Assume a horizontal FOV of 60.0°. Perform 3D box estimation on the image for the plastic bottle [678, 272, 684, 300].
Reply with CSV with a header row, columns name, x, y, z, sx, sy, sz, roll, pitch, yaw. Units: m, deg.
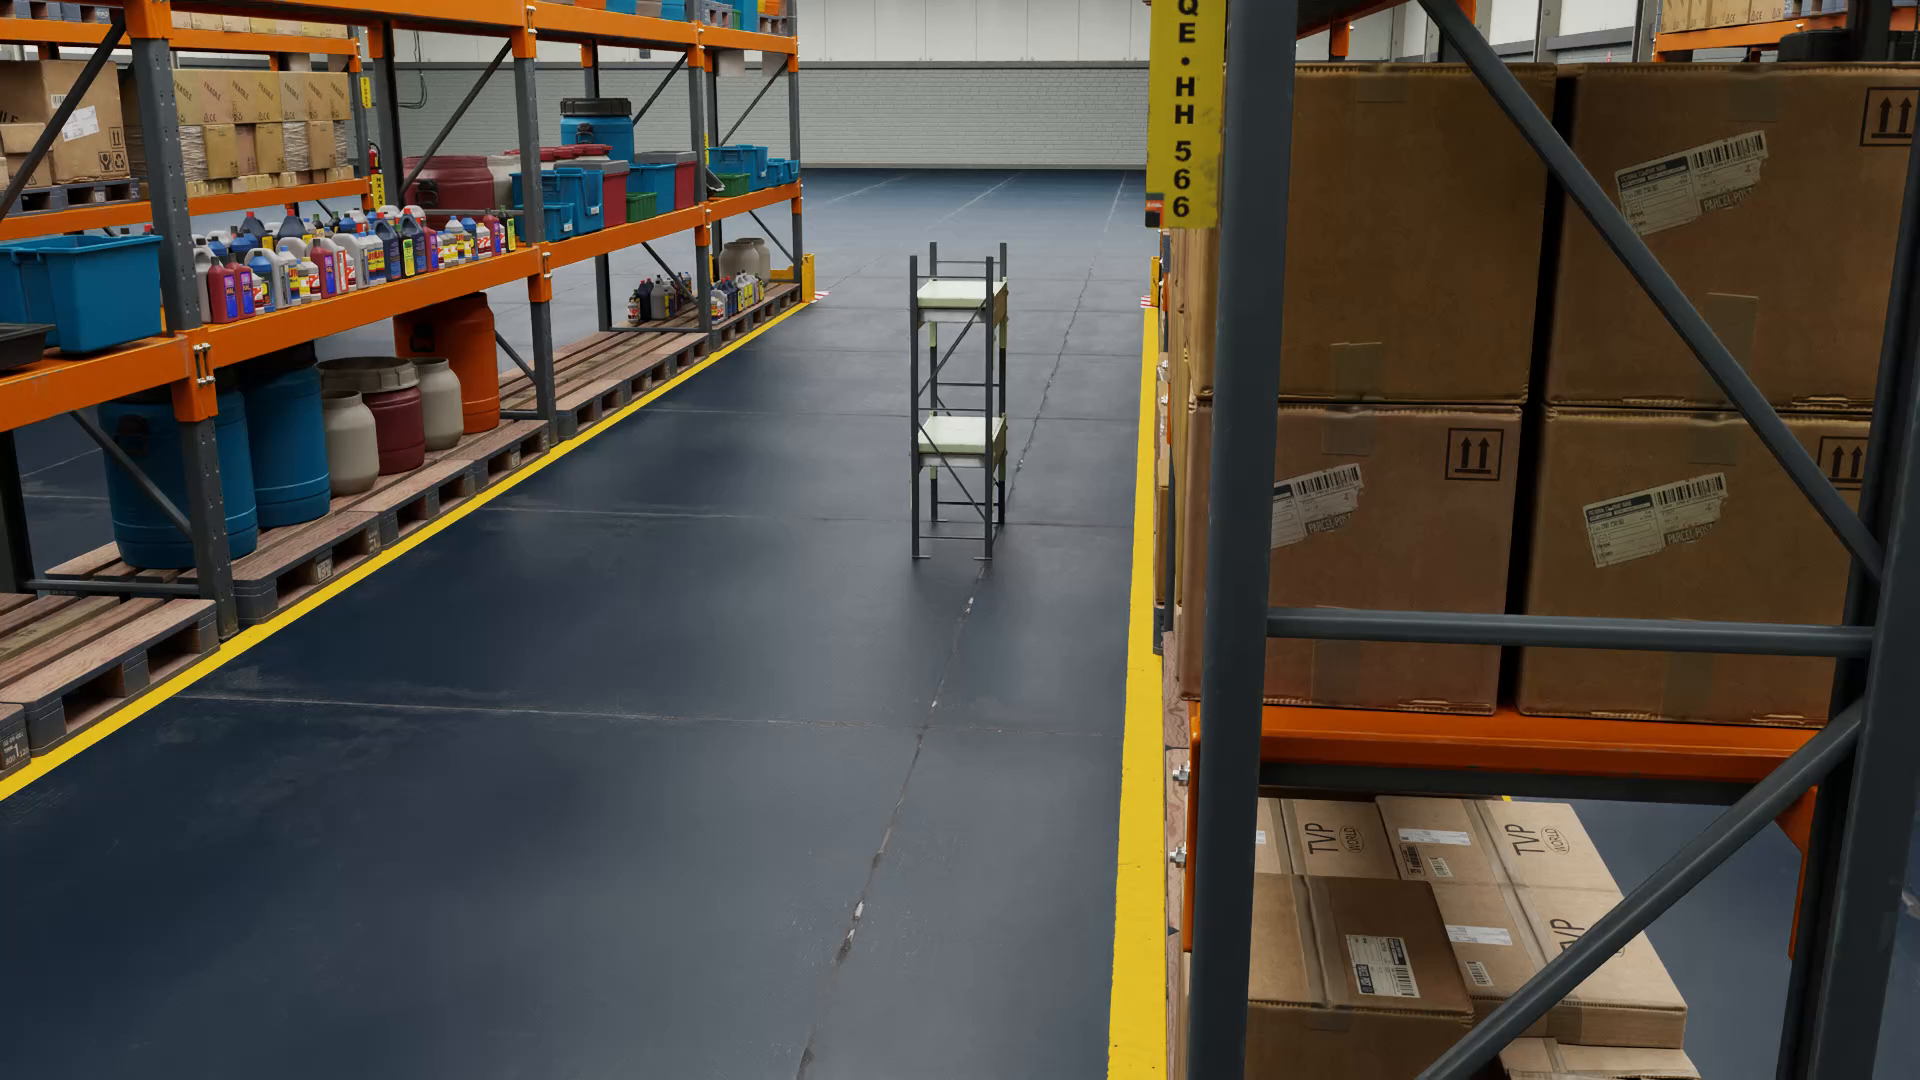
name,x,y,z,sx,sy,sz,roll,pitch,yaw
plastic bottle,-2.815,-2.539,16.666,0.061,0.283,0.133,2,15,7

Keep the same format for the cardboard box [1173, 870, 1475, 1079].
name,x,y,z,sx,sy,sz,roll,pitch,yaw
cardboard box,0.675,0.986,3.216,0.500,0.500,0.500,2,15,6

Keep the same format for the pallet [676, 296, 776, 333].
name,x,y,z,sx,sy,sz,roll,pitch,yaw
pallet,-2.456,-2.264,16.629,1.003,0.211,1.213,2,15,6

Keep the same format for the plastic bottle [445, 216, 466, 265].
name,x,y,z,sx,sy,sz,roll,pitch,yaw
plastic bottle,-2.883,-1.712,9.494,0.097,0.271,0.097,0,15,0

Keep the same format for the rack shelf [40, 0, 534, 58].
name,x,y,z,sx,sy,sz,roll,pitch,yaw
rack shelf,-3.386,-2.664,8.400,1.077,0.370,4.000,2,15,6

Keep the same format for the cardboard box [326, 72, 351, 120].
name,x,y,z,sx,sy,sz,roll,pitch,yaw
cardboard box,-6.995,-4.827,18.092,0.500,0.500,0.500,2,15,6

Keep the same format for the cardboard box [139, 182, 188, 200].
name,x,y,z,sx,sy,sz,roll,pitch,yaw
cardboard box,-7.307,-3.191,15.198,0.380,0.149,0.250,2,15,6

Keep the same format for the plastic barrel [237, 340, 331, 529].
name,x,y,z,sx,sy,sz,roll,pitch,yaw
plastic barrel,-3.453,-0.559,8.197,0.600,0.901,0.708,2,15,6

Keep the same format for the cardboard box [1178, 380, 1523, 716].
name,x,y,z,sx,sy,sz,roll,pitch,yaw
cardboard box,0.639,-0.033,2.845,0.500,0.500,0.500,2,15,8

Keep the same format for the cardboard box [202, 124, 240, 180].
name,x,y,z,sx,sy,sz,roll,pitch,yaw
cardboard box,-7.427,-3.701,15.840,0.875,0.500,0.500,2,15,6

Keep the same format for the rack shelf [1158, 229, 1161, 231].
name,x,y,z,sx,sy,sz,roll,pitch,yaw
rack shelf,2.438,-3.144,15.921,1.077,0.370,4.000,2,15,6

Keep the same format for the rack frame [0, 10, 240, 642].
name,x,y,z,sx,sy,sz,roll,pitch,yaw
rack frame,-3.612,-1.045,6.779,1.000,3.000,0.127,2,15,6

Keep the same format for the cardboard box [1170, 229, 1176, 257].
name,x,y,z,sx,sy,sz,roll,pitch,yaw
cardboard box,0.861,-1.048,4.683,0.500,0.500,0.500,1,15,5

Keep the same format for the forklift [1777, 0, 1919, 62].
name,x,y,z,sx,sy,sz,roll,pitch,yaw
forklift,4.017,-1.088,7.070,1.130,2.935,3.031,5,16,17

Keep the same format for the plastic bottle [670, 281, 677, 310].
name,x,y,z,sx,sy,sz,roll,pitch,yaw
plastic bottle,-2.760,-2.333,15.906,0.061,0.283,0.133,2,15,6

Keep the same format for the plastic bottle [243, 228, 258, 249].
name,x,y,z,sx,sy,sz,roll,pitch,yaw
plastic bottle,-3.687,-1.479,8.630,0.097,0.271,0.097,0,15,0

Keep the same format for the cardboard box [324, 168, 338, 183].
name,x,y,z,sx,sy,sz,roll,pitch,yaw
cardboard box,-7.012,-3.970,18.080,0.380,0.149,0.250,2,15,6

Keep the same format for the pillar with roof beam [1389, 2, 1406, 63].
name,x,y,z,sx,sy,sz,roll,pitch,yaw
pillar with roof beam,7.474,-14.462,44.905,9.100,9.000,0.400,2,15,6

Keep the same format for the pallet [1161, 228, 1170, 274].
name,x,y,z,sx,sy,sz,roll,pitch,yaw
pallet,1.754,-1.665,9.440,1.213,0.211,1.003,2,15,6

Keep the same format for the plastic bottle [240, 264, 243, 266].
name,x,y,z,sx,sy,sz,roll,pitch,yaw
plastic bottle,-3.265,-1.151,7.554,0.097,0.201,0.097,0,15,0

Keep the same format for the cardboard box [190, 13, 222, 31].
name,x,y,z,sx,sy,sz,roll,pitch,yaw
cardboard box,-7.270,-4.888,15.532,0.500,0.250,0.500,2,15,6

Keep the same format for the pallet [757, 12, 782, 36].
name,x,y,z,sx,sy,sz,roll,pitch,yaw
pallet,-2.448,-5.302,17.139,1.003,0.211,1.213,2,15,6

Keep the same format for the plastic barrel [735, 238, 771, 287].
name,x,y,z,sx,sy,sz,roll,pitch,yaw
plastic barrel,-2.256,-2.986,17.919,0.421,0.512,0.421,0,15,0

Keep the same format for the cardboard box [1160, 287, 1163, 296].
name,x,y,z,sx,sy,sz,roll,pitch,yaw
cardboard box,1.857,-1.889,13.291,0.500,0.311,0.500,2,15,6

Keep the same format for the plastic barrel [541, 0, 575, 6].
name,x,y,z,sx,sy,sz,roll,pitch,yaw
plastic barrel,-2.852,-3.979,10.923,0.600,0.901,0.600,0,15,0

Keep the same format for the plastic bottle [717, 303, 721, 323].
name,x,y,z,sx,sy,sz,roll,pitch,yaw
plastic bottle,-2.226,-2.077,15.115,0.097,0.201,0.097,0,15,0

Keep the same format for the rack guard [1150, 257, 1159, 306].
name,x,y,z,sx,sy,sz,roll,pitch,yaw
rack guard,2.667,-2.810,18.095,1.175,0.500,0.348,2,15,6

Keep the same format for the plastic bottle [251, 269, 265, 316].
name,x,y,z,sx,sy,sz,roll,pitch,yaw
plastic bottle,-3.136,-1.096,7.351,0.097,0.201,0.097,0,15,0

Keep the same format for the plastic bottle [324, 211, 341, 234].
name,x,y,z,sx,sy,sz,roll,pitch,yaw
plastic bottle,-3.643,-1.770,9.684,0.061,0.283,0.133,2,15,6

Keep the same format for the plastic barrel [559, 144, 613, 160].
name,x,y,z,sx,sy,sz,roll,pitch,yaw
plastic barrel,-3.035,-2.943,13.541,0.433,0.535,0.433,0,15,0

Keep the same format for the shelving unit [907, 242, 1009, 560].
name,x,y,z,sx,sy,sz,roll,pitch,yaw
shelving unit,0.001,-0.726,8.473,0.431,1.500,0.755,2,15,6

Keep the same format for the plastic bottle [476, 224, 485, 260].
name,x,y,z,sx,sy,sz,roll,pitch,yaw
plastic bottle,-2.850,-1.754,9.784,0.097,0.201,0.097,0,15,0

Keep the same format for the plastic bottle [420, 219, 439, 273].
name,x,y,z,sx,sy,sz,roll,pitch,yaw
plastic bottle,-2.911,-1.612,9.100,0.061,0.283,0.133,2,15,6

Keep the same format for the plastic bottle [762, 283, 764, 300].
name,x,y,z,sx,sy,sz,roll,pitch,yaw
plastic bottle,-2.029,-2.529,16.787,0.097,0.201,0.097,0,15,0

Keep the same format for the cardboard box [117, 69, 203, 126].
name,x,y,z,sx,sy,sz,roll,pitch,yaw
cardboard box,-7.327,-4.049,15.213,0.500,0.500,0.500,2,15,6

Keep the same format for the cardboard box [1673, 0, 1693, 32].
name,x,y,z,sx,sy,sz,roll,pitch,yaw
cardboard box,7.204,-5.153,15.998,0.500,0.500,0.500,3,15,10

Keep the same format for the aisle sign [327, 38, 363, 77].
name,x,y,z,sx,sy,sz,roll,pitch,yaw
aisle sign,-6.874,-5.565,18.516,0.394,0.787,0.004,2,15,6

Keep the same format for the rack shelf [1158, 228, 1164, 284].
name,x,y,z,sx,sy,sz,roll,pitch,yaw
rack shelf,1.987,-2.107,12.085,1.077,0.370,4.000,2,15,6

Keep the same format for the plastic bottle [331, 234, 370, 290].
name,x,y,z,sx,sy,sz,roll,pitch,yaw
plastic bottle,-3.050,-1.394,8.308,0.152,0.276,0.135,2,15,6

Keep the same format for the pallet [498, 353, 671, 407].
name,x,y,z,sx,sy,sz,roll,pitch,yaw
pallet,-2.894,-1.251,12.885,1.003,0.211,1.213,2,15,6

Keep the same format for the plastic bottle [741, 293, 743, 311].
name,x,y,z,sx,sy,sz,roll,pitch,yaw
plastic bottle,-2.129,-2.300,15.939,0.097,0.201,0.097,0,15,0

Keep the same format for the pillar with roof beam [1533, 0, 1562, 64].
name,x,y,z,sx,sy,sz,roll,pitch,yaw
pillar with roof beam,5.443,-9.793,27.640,9.100,9.000,0.400,2,15,6

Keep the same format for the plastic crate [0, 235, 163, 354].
name,x,y,z,sx,sy,sz,roll,pitch,yaw
plastic crate,-3.325,-0.935,6.288,0.392,0.384,0.575,2,15,6

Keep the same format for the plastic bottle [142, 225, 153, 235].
name,x,y,z,sx,sy,sz,roll,pitch,yaw
plastic bottle,-3.812,-1.317,7.880,0.144,0.351,0.185,2,15,6

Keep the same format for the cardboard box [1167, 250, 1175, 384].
name,x,y,z,sx,sy,sz,roll,pitch,yaw
cardboard box,0.982,-0.822,5.764,0.500,0.500,0.500,2,15,8

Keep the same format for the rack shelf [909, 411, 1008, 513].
name,x,y,z,sx,sy,sz,roll,pitch,yaw
rack shelf,0.001,-0.411,8.558,0.431,0.370,0.720,2,15,6

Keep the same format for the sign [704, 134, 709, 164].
name,x,y,z,sx,sy,sz,roll,pitch,yaw
sign,-2.804,-4.308,18.317,0.100,0.325,0.005,2,15,6

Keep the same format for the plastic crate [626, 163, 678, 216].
name,x,y,z,sx,sy,sz,roll,pitch,yaw
plastic crate,-2.524,-2.817,13.362,0.392,0.384,0.575,2,15,6

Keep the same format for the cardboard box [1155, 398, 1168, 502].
name,x,y,z,sx,sy,sz,roll,pitch,yaw
cardboard box,1.257,-0.430,8.451,0.500,0.500,0.500,1,15,4

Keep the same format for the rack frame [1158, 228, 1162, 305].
name,x,y,z,sx,sy,sz,roll,pitch,yaw
rack frame,2.664,-4.010,17.746,1.000,3.000,0.127,2,15,6

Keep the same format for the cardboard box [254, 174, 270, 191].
name,x,y,z,sx,sy,sz,roll,pitch,yaw
cardboard box,-7.151,-3.580,16.638,0.380,0.149,0.250,2,15,6

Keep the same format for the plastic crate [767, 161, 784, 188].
name,x,y,z,sx,sy,sz,roll,pitch,yaw
plastic crate,-2.096,-3.778,17.173,0.499,0.251,0.408,2,15,6
